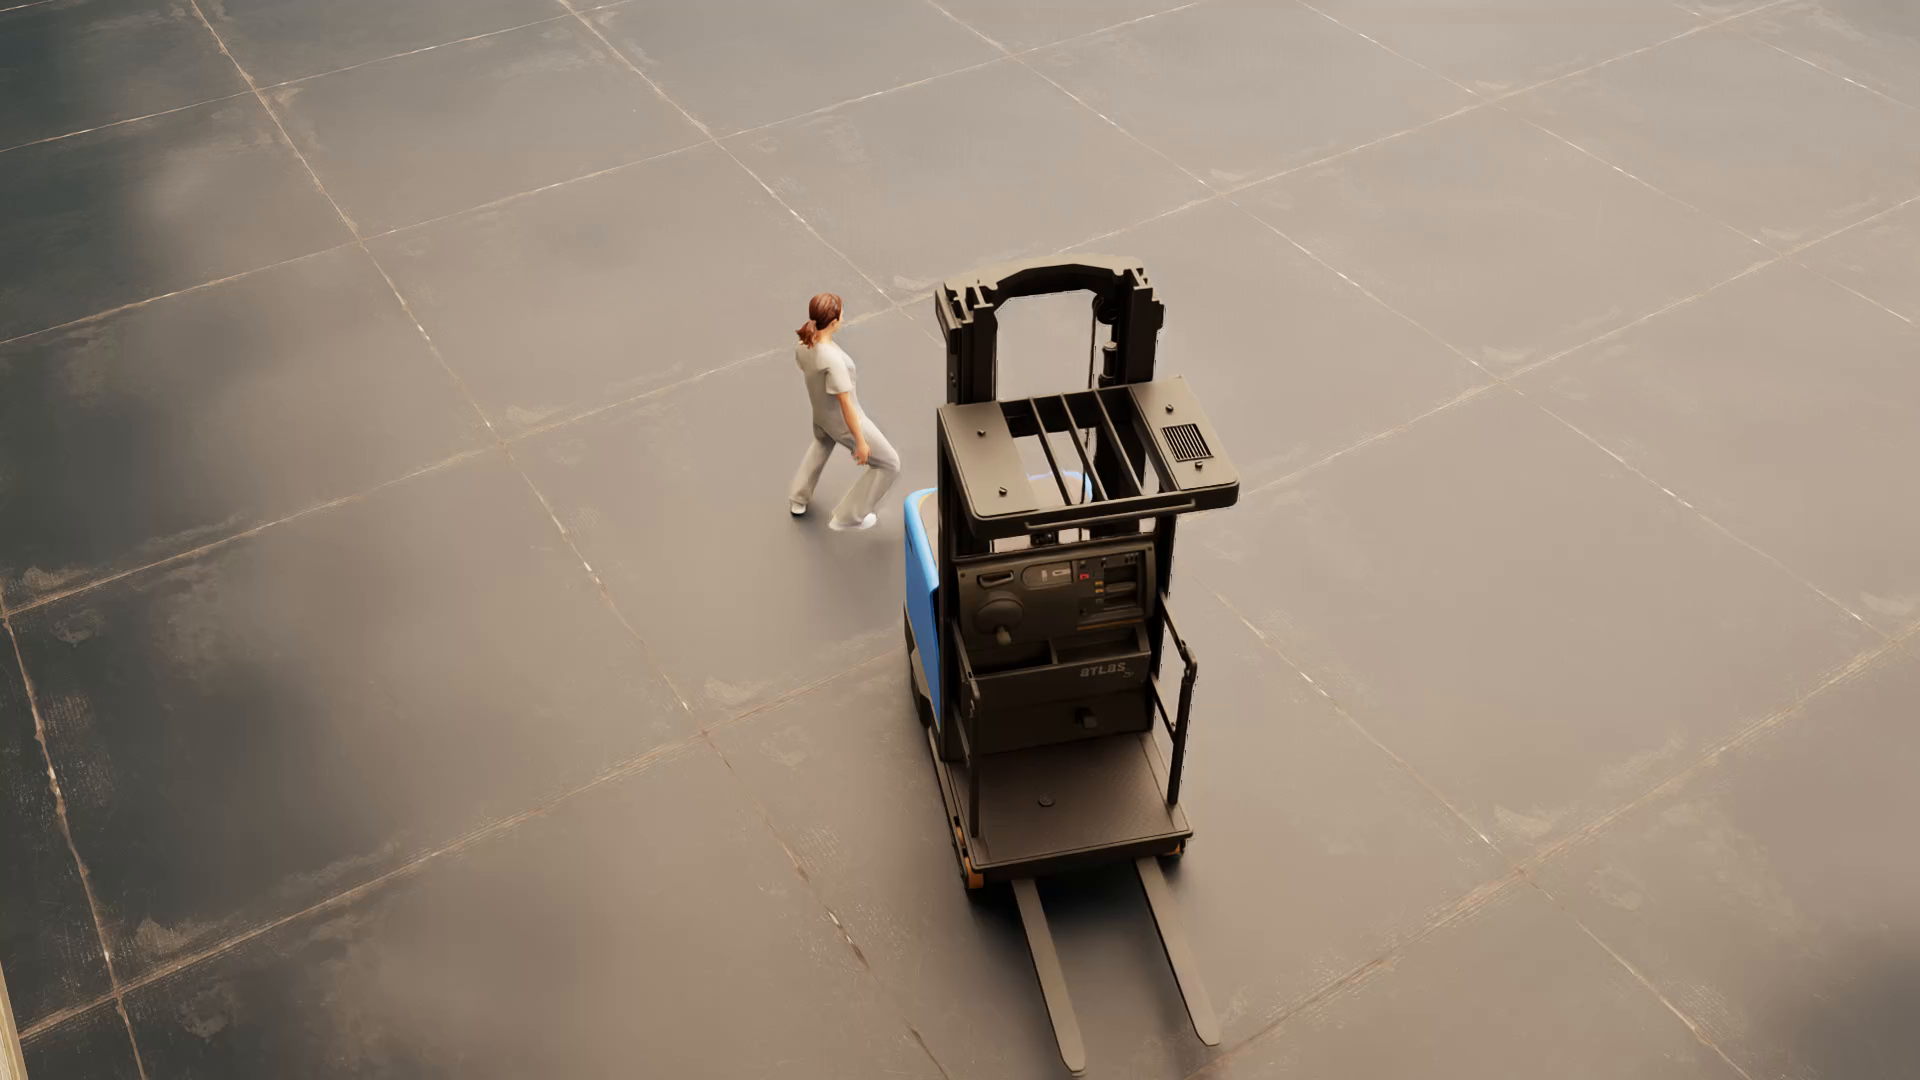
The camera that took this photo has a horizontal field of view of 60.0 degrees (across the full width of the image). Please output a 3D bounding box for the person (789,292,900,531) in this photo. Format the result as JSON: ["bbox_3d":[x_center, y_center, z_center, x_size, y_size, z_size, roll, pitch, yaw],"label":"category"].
[{"bbox_3d":[-0.717,-0.741,9.761,0.543,1.584,0.809,-21,45,-23],"label":"person"}]

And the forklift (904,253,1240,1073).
[{"bbox_3d":[0.494,0.331,7.492,1.130,2.935,3.031,-8,42,-9],"label":"forklift"}]
